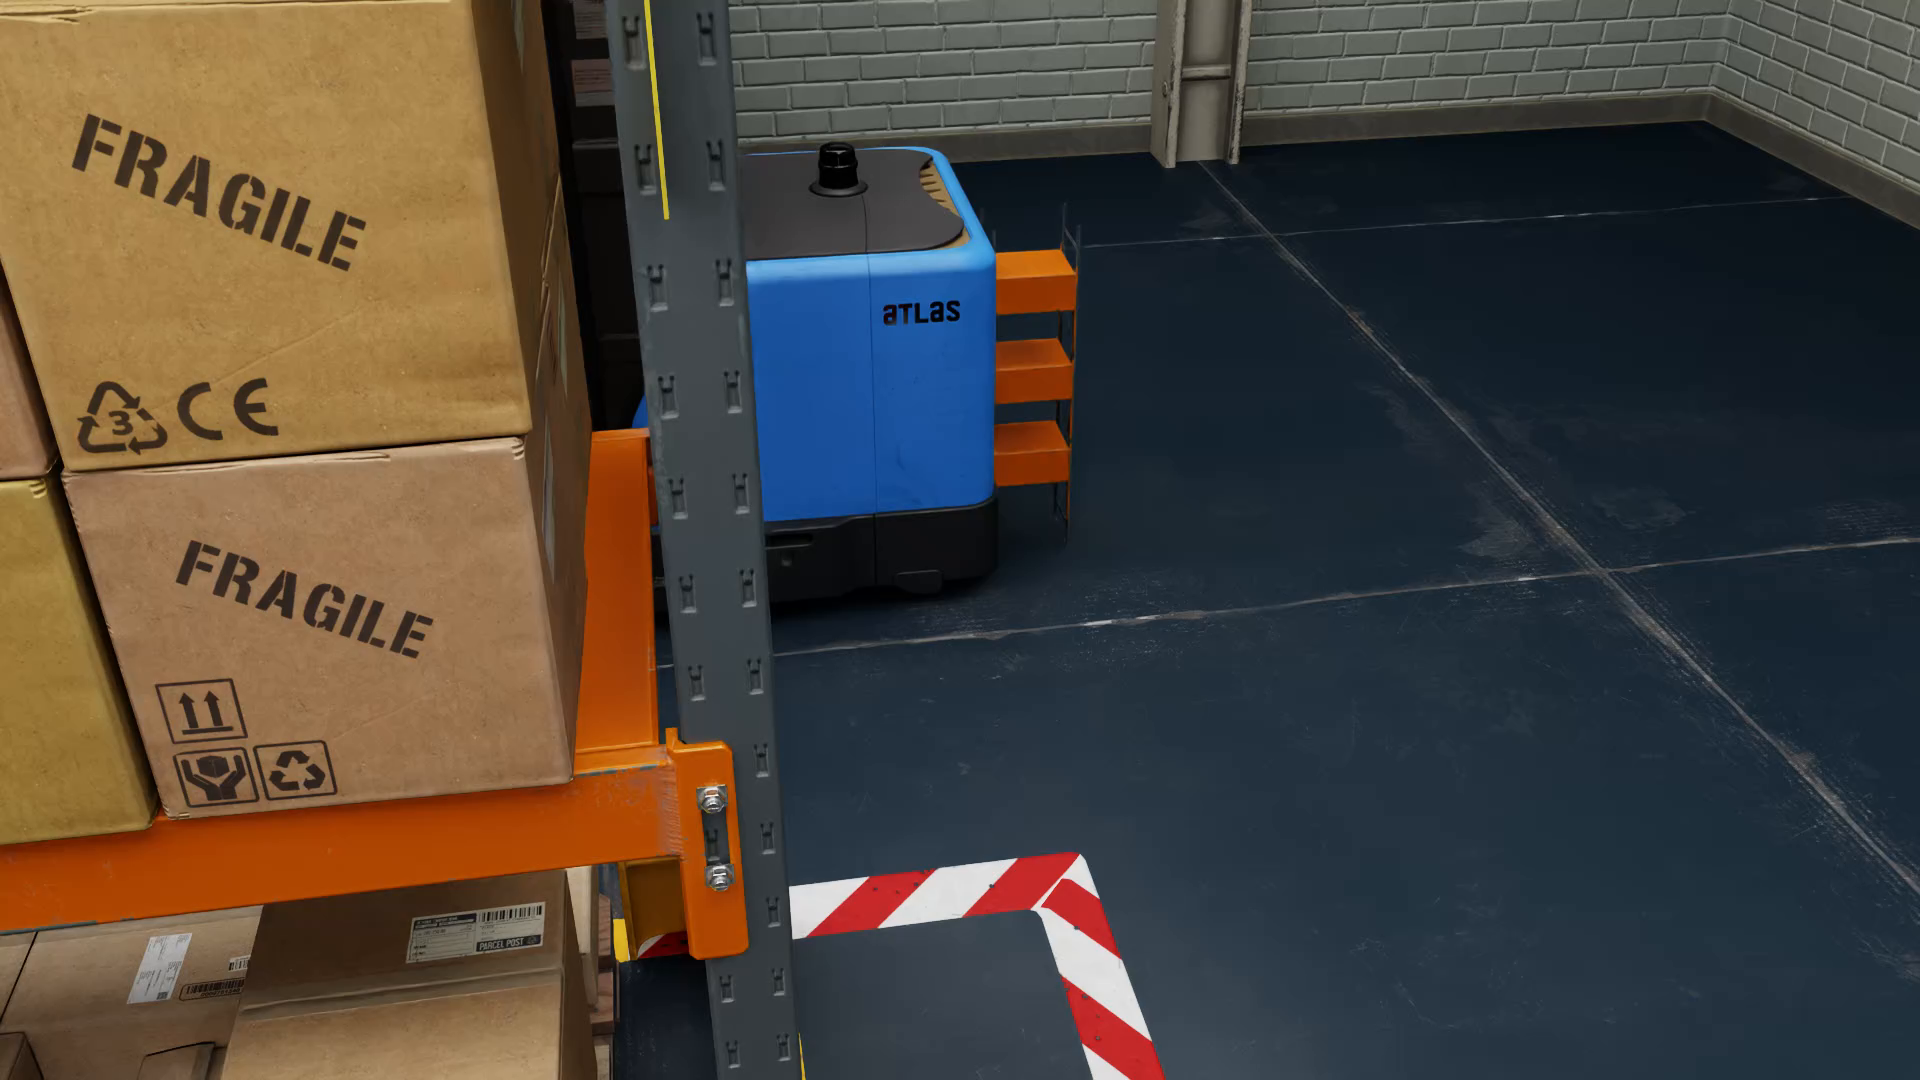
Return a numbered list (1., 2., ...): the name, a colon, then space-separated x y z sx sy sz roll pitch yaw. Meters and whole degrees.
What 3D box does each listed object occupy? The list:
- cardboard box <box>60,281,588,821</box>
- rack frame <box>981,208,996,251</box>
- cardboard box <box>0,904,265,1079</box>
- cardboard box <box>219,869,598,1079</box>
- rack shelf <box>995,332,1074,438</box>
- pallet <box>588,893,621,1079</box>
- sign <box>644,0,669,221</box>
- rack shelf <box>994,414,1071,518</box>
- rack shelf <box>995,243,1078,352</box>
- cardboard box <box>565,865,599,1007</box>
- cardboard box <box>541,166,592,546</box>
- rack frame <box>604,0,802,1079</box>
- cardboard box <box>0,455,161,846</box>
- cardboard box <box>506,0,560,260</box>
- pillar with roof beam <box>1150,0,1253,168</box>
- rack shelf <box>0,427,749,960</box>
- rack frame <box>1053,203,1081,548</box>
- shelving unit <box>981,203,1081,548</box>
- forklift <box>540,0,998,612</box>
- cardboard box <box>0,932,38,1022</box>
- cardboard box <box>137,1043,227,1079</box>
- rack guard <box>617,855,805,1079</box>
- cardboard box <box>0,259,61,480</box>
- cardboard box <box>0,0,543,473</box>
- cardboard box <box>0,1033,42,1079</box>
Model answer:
1. cardboard box: -0.783 -0.004 2.198 0.500 0.500 0.500 -4 31 -7
2. rack frame: 0.080 -0.459 4.994 0.008 1.050 0.200 -5 31 -8
3. cardboard box: -1.469 0.812 3.188 0.500 0.250 0.500 -5 31 -9
4. cardboard box: -0.882 0.923 2.753 0.500 0.500 0.500 -5 31 -9
5. rack shelf: 0.200 -0.460 5.017 0.240 0.259 0.215 -5 31 -8
6. pallet: -1.250 1.145 3.094 1.213 0.211 1.003 -5 31 -9
7. sign: -0.311 -0.494 1.677 0.005 0.325 0.100 -5 31 -9
8. rack shelf: 0.200 -0.220 5.158 0.240 0.259 0.215 -5 31 -8
9. rack shelf: 0.200 -0.704 4.873 0.240 0.259 0.215 -5 31 -8
10. cardboard box: -0.865 0.769 3.361 0.250 0.149 0.380 -5 31 -9
11. cardboard box: -0.876 -0.271 2.653 0.500 0.500 0.500 -5 31 -8
12. rack frame: -0.392 -0.137 2.524 0.127 3.000 1.000 -5 31 -9
13. cardboard box: -1.293 0.045 2.115 0.500 0.500 0.500 -5 31 -8
14. cardboard box: -0.876 -0.702 2.400 0.500 0.500 0.500 -4 31 -7
15. pillar with roof beam: 1.988 -3.724 2.705 0.400 9.000 9.100 -5 31 -9
16. rack shelf: -2.359 0.356 2.396 4.000 0.370 1.077 -5 31 -9
17. rack frame: 0.321 -0.479 5.029 0.008 1.050 0.200 -5 31 -8
18. shelving unit: 0.200 -0.469 5.012 0.252 1.050 0.215 -5 31 -8
19. forklift: -1.452 -1.233 4.455 3.031 2.935 1.130 -5 31 -8
20. cardboard box: -1.961 0.858 3.110 0.500 0.250 0.500 -5 31 -9
21. cardboard box: -1.297 1.059 2.851 0.250 0.166 0.380 -5 31 -9
22. rack guard: -0.466 0.947 3.146 0.348 0.500 1.175 -5 31 -9
23. cardboard box: -1.277 -0.387 1.864 0.500 0.500 0.500 -4 31 -8
24. cardboard box: -0.780 -0.433 1.943 0.500 0.500 0.500 -6 31 -9
25. cardboard box: -1.822 1.103 2.694 0.500 0.250 0.500 -5 31 -9
